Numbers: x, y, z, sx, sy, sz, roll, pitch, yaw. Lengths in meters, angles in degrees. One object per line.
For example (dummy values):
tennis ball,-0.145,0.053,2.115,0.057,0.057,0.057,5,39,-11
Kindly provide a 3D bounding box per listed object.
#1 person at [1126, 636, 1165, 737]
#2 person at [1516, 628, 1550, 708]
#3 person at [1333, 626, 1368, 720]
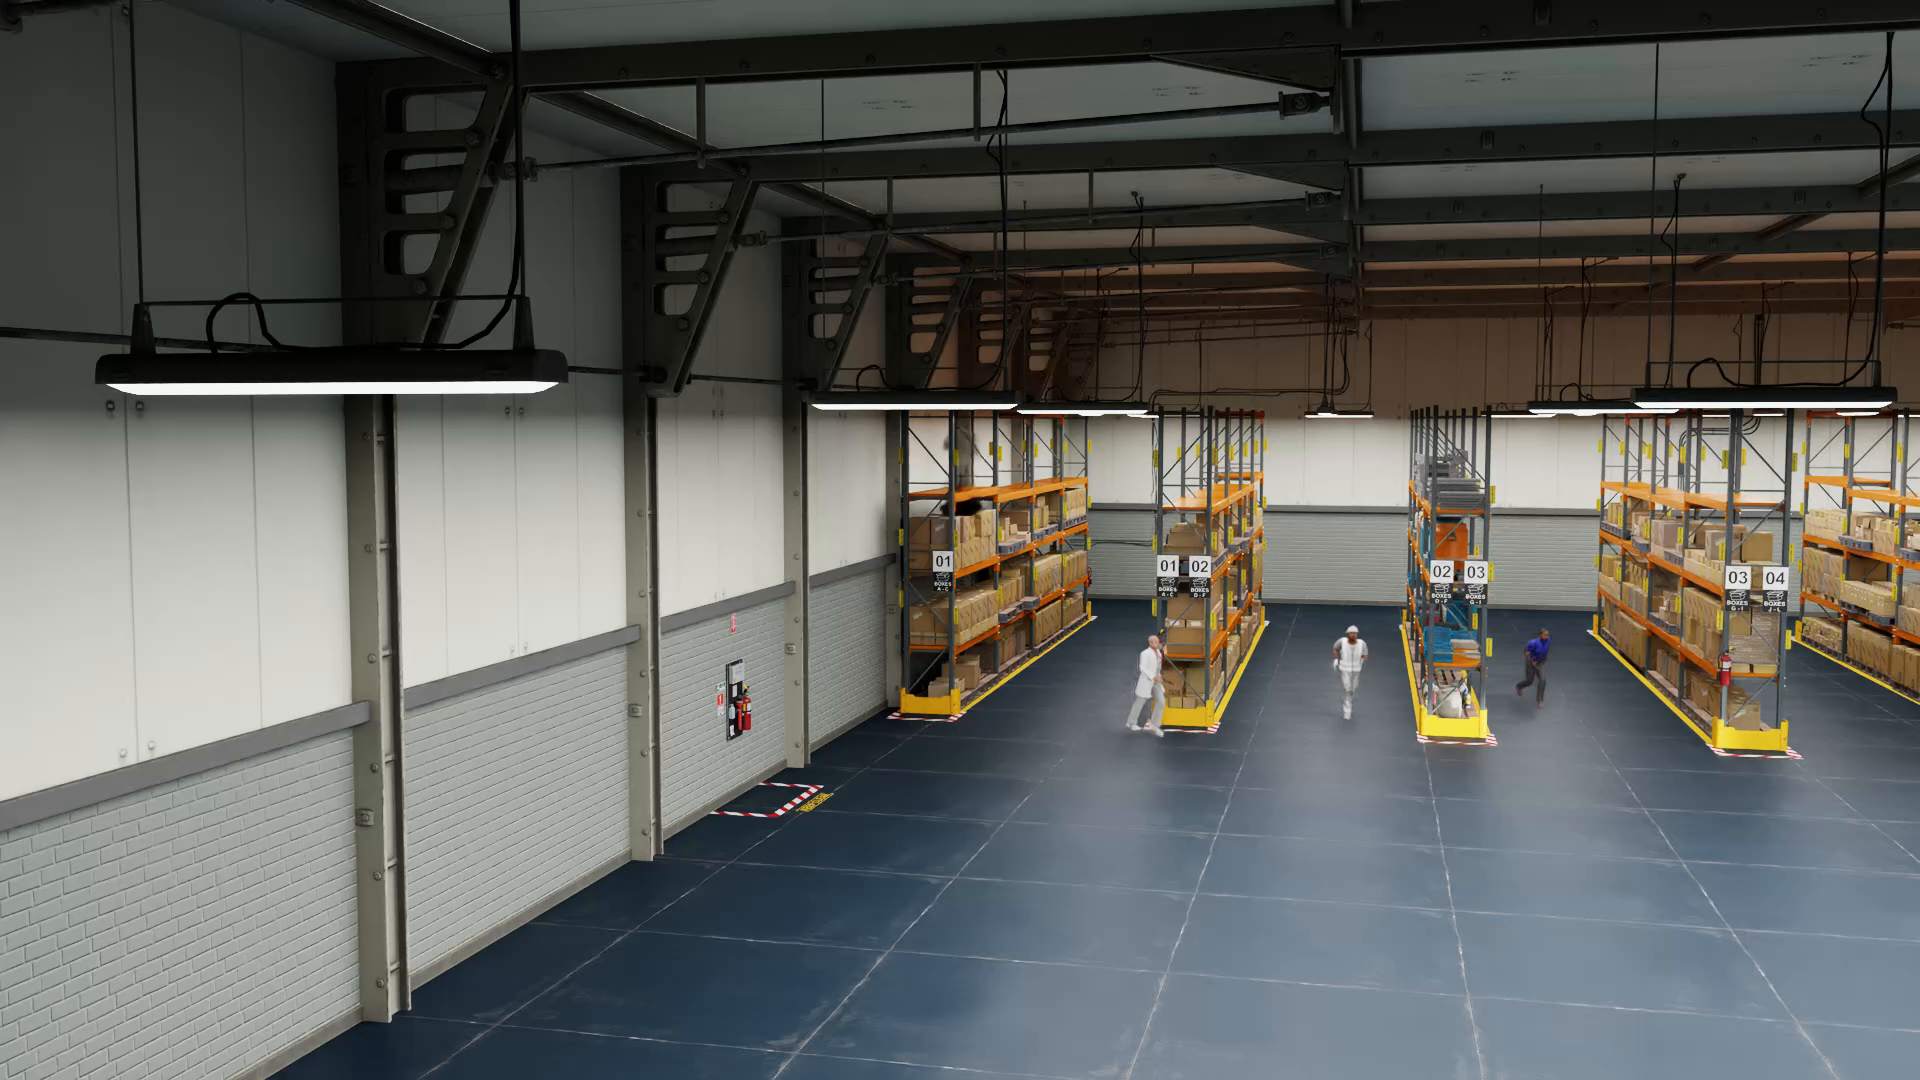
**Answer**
person,3.456,2.647,30.329,0.651,1.824,0.845,-4,6,-43
person,11.586,2.551,33.623,0.600,1.600,0.953,-1,4,-20
person,7.544,2.544,32.123,0.601,1.818,0.907,0,4,-4
